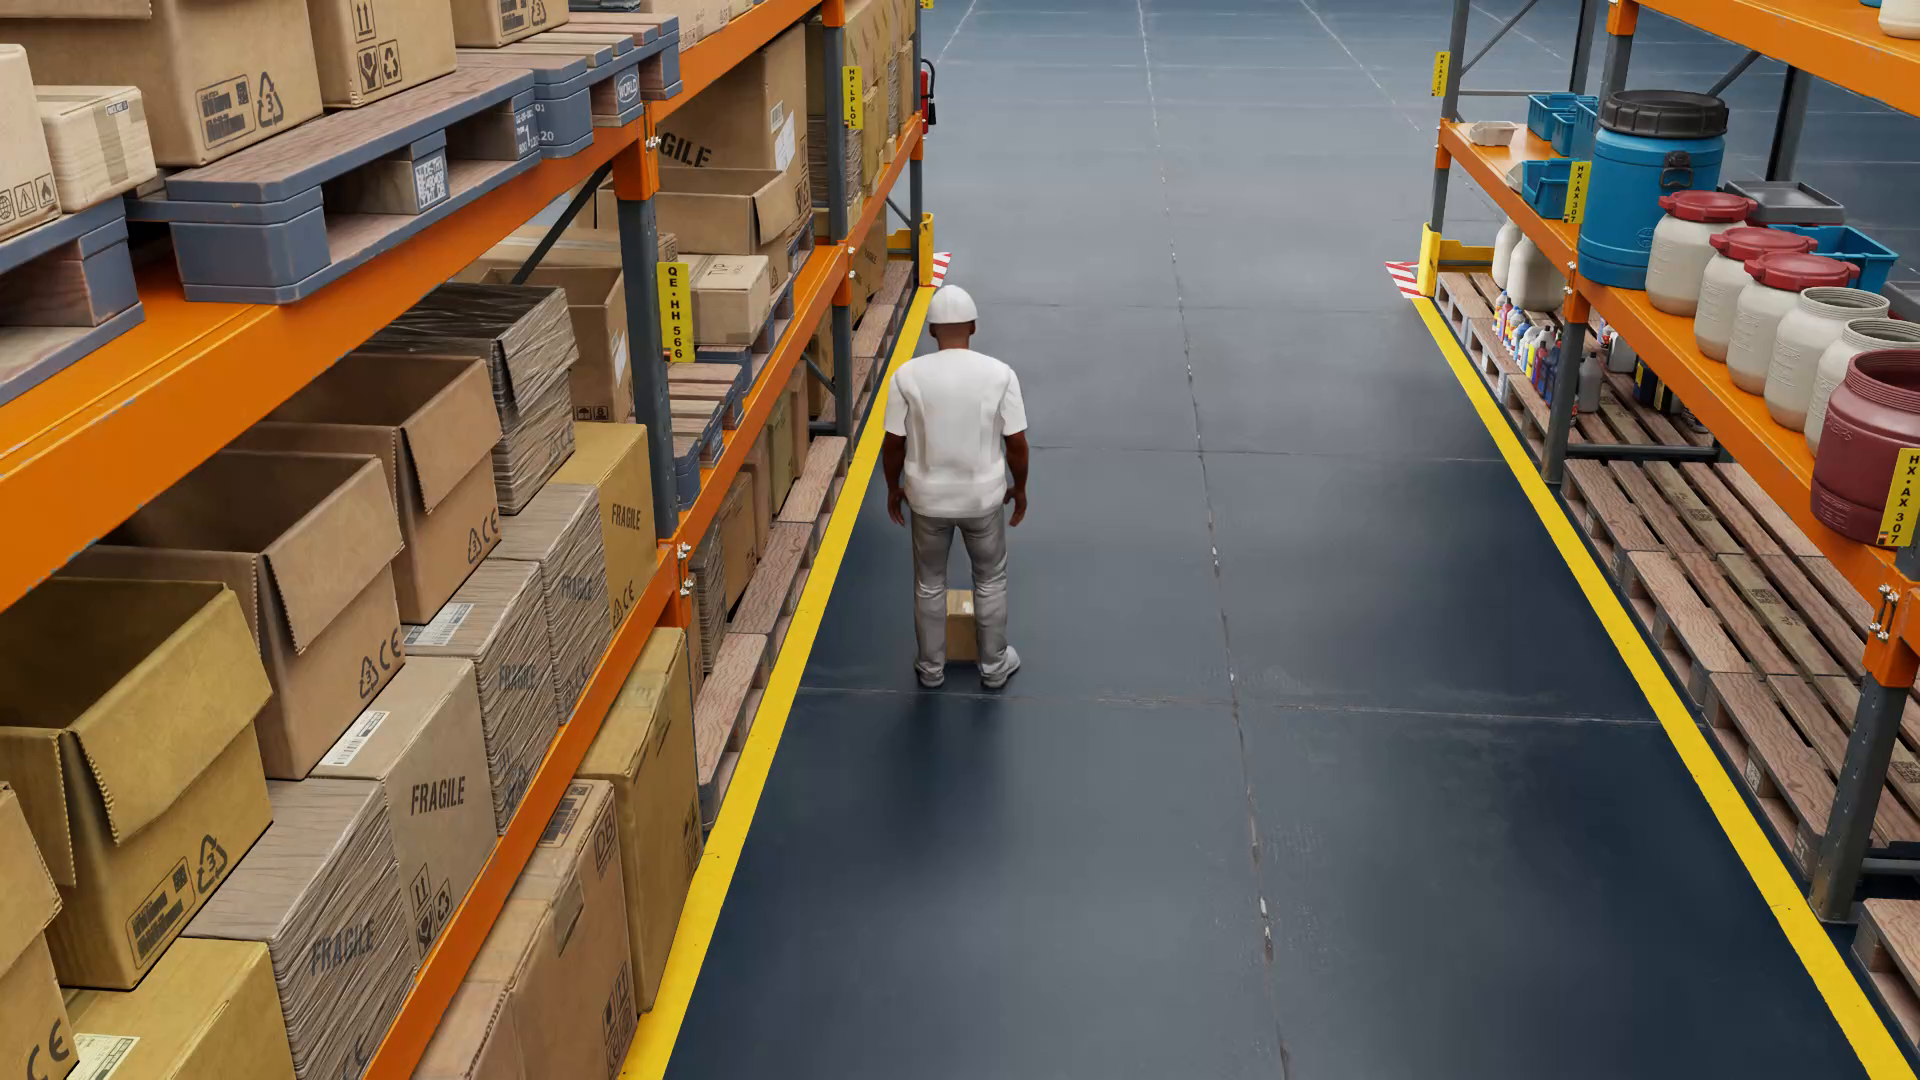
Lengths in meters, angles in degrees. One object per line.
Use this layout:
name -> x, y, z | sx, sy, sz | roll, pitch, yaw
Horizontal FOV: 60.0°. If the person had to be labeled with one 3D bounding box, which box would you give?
person -> -0.017, -0.200, 7.023 | 0.611, 1.761, 0.454 | 1, 24, 2
